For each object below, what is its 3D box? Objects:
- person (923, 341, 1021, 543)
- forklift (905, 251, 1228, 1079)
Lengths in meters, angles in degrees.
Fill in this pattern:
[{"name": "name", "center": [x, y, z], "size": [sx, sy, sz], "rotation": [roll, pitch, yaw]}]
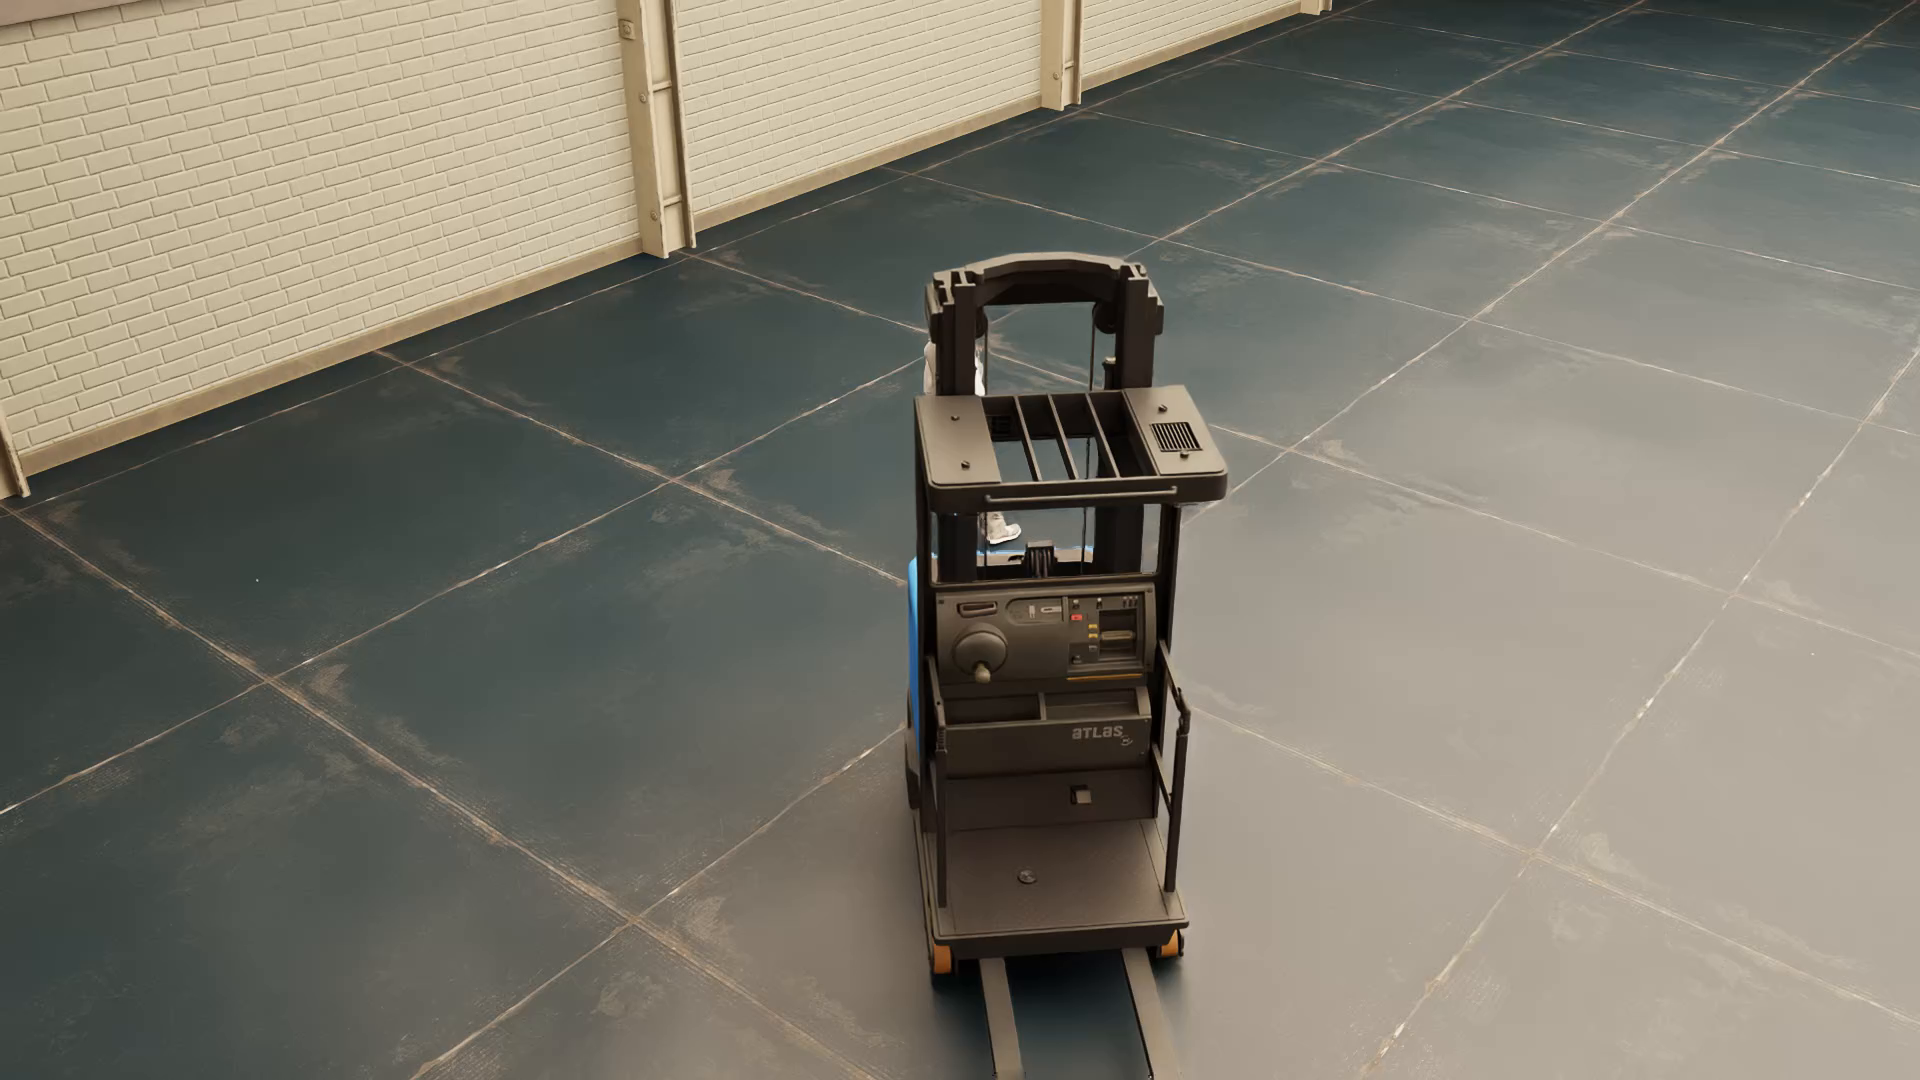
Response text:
[{"name": "person", "center": [0.058, -0.718, 10.138], "size": [0.521, 1.592, 0.473], "rotation": [22, 37, 33]}, {"name": "forklift", "center": [0.388, 0.445, 6.833], "size": [1.130, 2.935, 3.031], "rotation": [-3, 30, -5]}]
